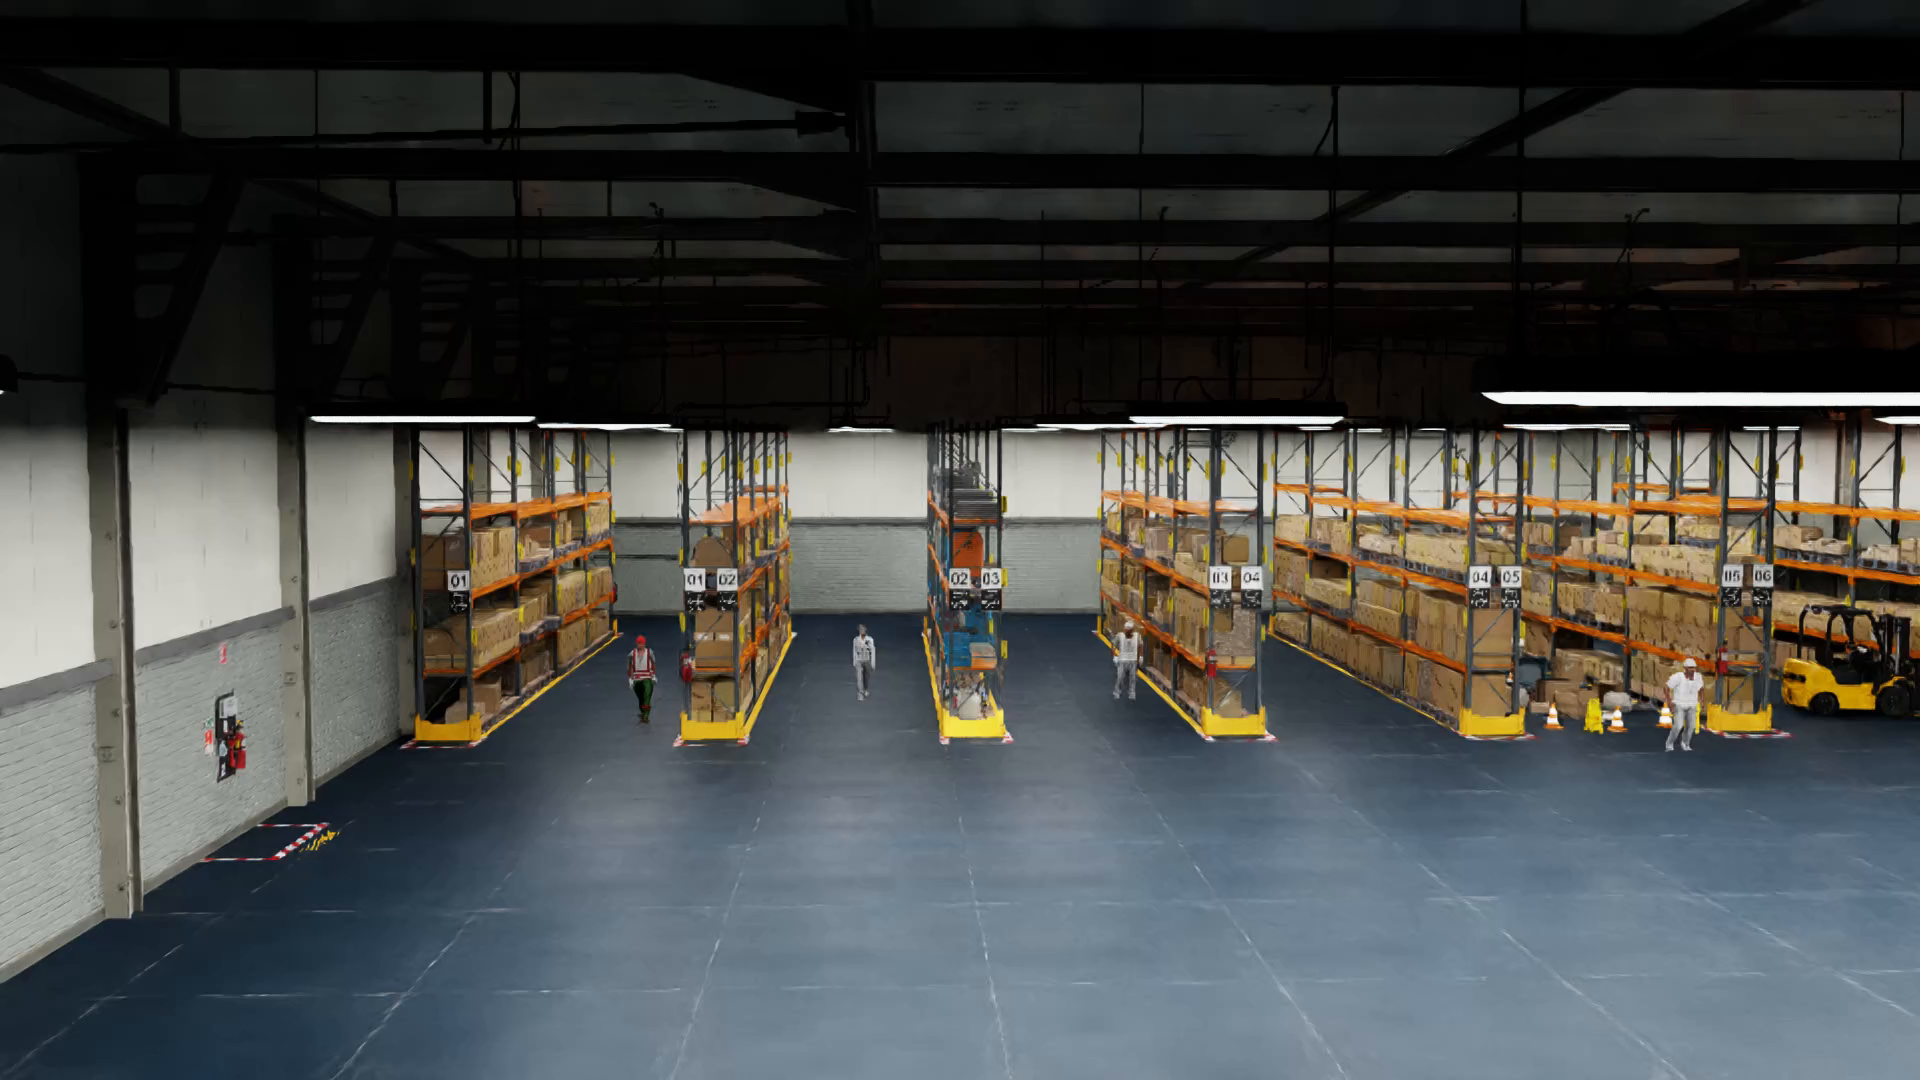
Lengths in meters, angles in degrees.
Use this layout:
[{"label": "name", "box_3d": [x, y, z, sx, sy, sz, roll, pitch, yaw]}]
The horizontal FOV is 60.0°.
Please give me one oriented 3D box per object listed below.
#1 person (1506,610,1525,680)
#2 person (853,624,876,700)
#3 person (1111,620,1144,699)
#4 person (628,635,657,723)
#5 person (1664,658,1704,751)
[{"label": "person", "box_3d": [12.675, 2.394, 38.008, 0.555, 1.772, 0.615, 2, 4, 26]}, {"label": "person", "box_3d": [-2.066, 2.605, 35.906, 0.502, 1.621, 0.997, 0, 4, -4]}, {"label": "person", "box_3d": [3.595, 2.577, 35.709, 0.702, 1.735, 0.549, 0, 4, -3]}, {"label": "person", "box_3d": [-6.335, 2.737, 33.050, 0.543, 1.709, 1.123, 0, 4, 0]}, {"label": "person", "box_3d": [13.021, 2.960, 29.870, 0.719, 1.713, 0.578, 0, 4, -5]}]
